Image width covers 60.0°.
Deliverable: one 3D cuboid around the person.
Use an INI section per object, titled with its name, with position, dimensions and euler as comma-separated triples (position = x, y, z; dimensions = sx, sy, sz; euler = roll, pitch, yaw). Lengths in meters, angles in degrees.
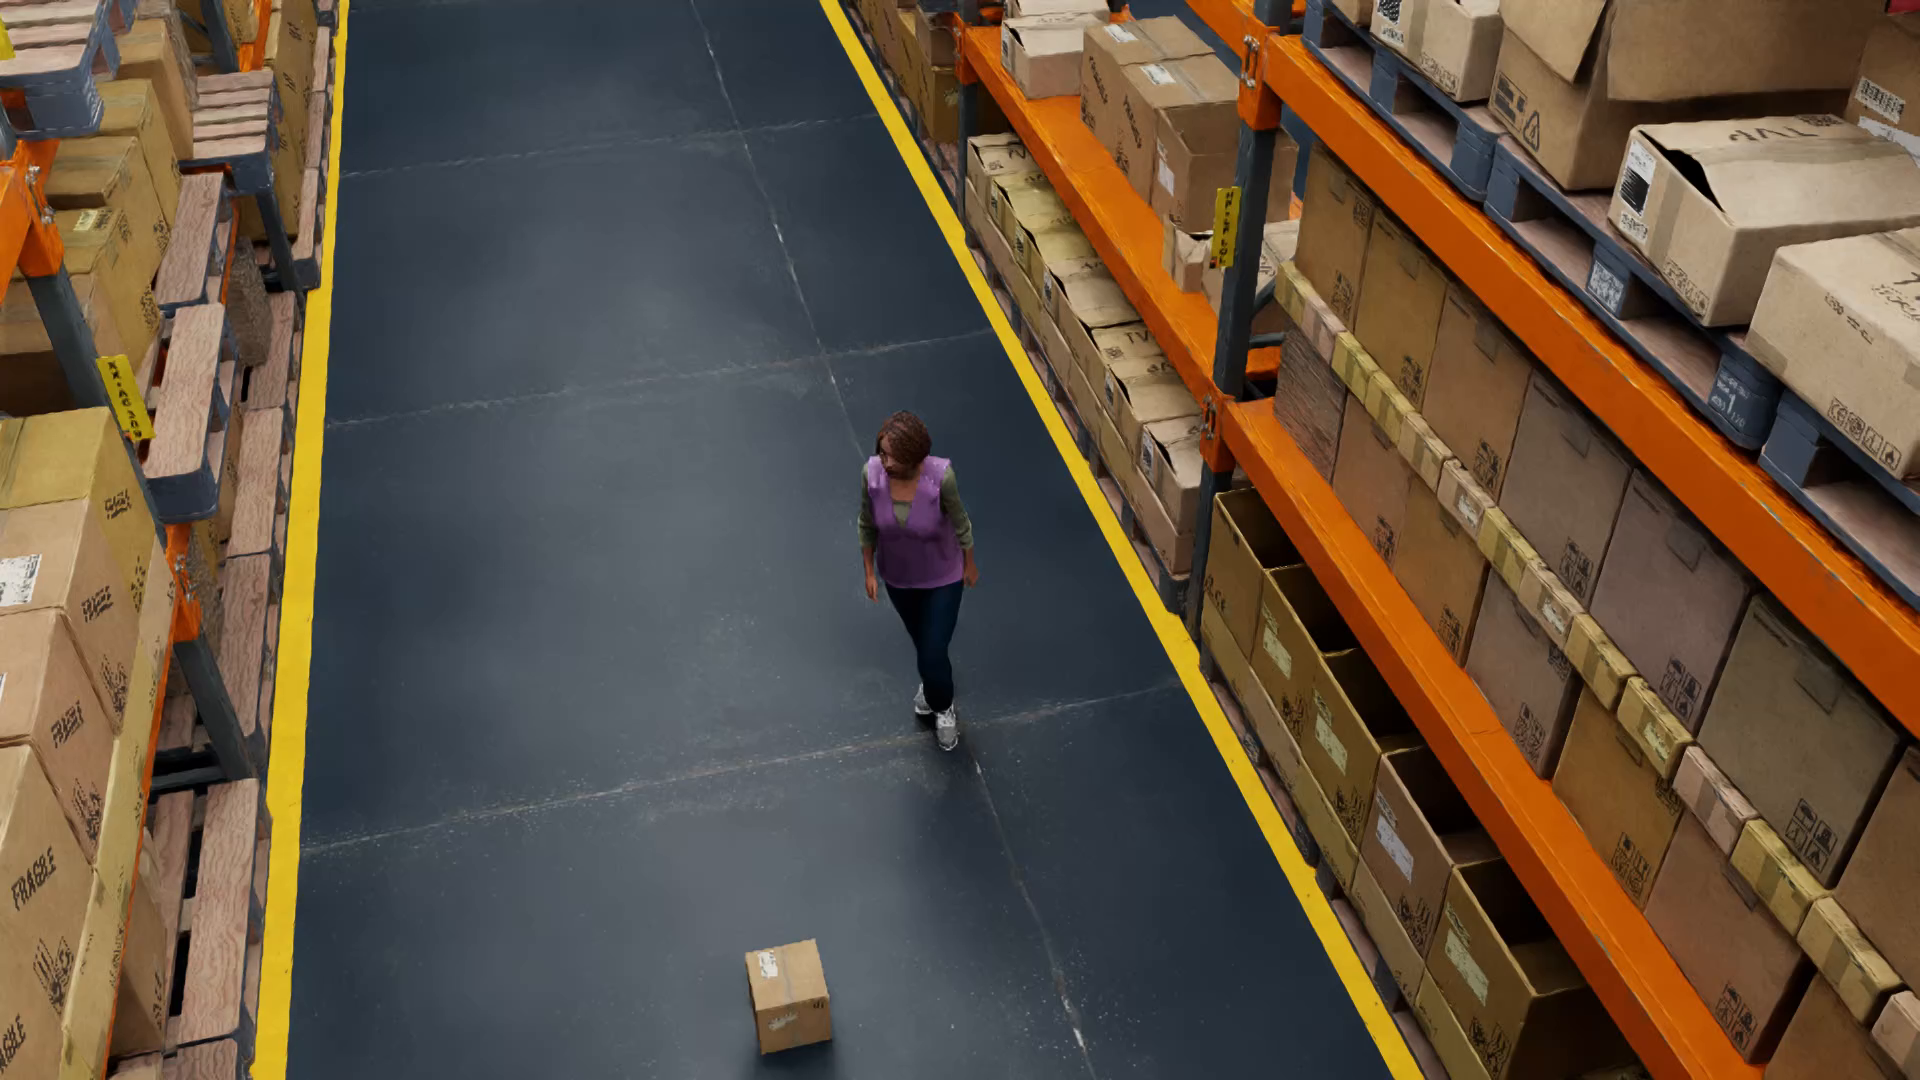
[person]
position = -0.163, 0.112, 6.563
dimensions = 0.442, 1.591, 0.499
euler = 12, 40, 15
